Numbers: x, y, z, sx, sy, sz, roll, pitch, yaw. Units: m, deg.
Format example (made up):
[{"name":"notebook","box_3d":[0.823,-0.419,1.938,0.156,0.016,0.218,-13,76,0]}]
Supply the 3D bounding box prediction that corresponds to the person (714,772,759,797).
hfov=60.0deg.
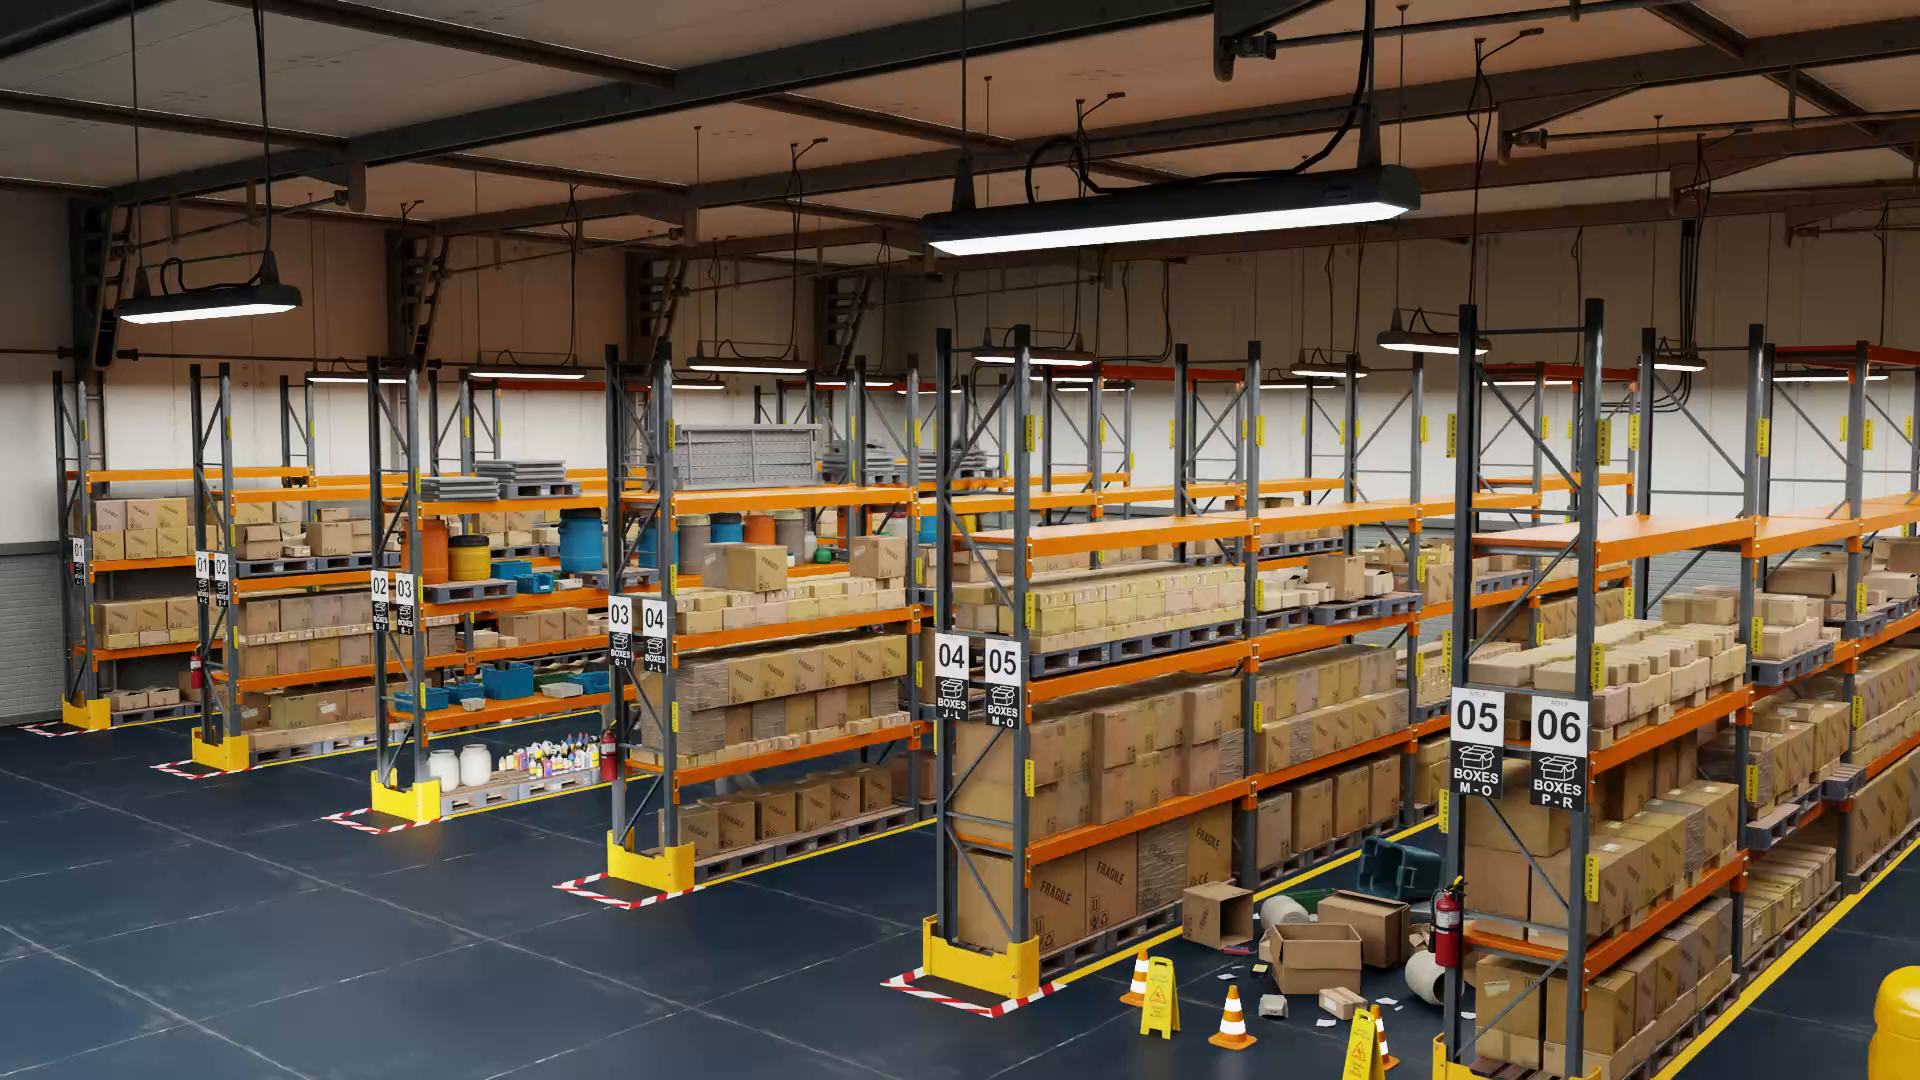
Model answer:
[{"name":"person","box_3d":[-2.936,2.708,21.677,0.653,1.811,0.844,3,5,39]}]

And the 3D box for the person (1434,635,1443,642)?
[{"name":"person","box_3d":[7.913,2.379,27.244,0.933,1.674,0.587,-4,5,-41]}]

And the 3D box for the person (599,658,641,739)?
[{"name":"person","box_3d":[-5.559,2.380,27.025,0.575,1.645,0.914,3,5,36]}]
